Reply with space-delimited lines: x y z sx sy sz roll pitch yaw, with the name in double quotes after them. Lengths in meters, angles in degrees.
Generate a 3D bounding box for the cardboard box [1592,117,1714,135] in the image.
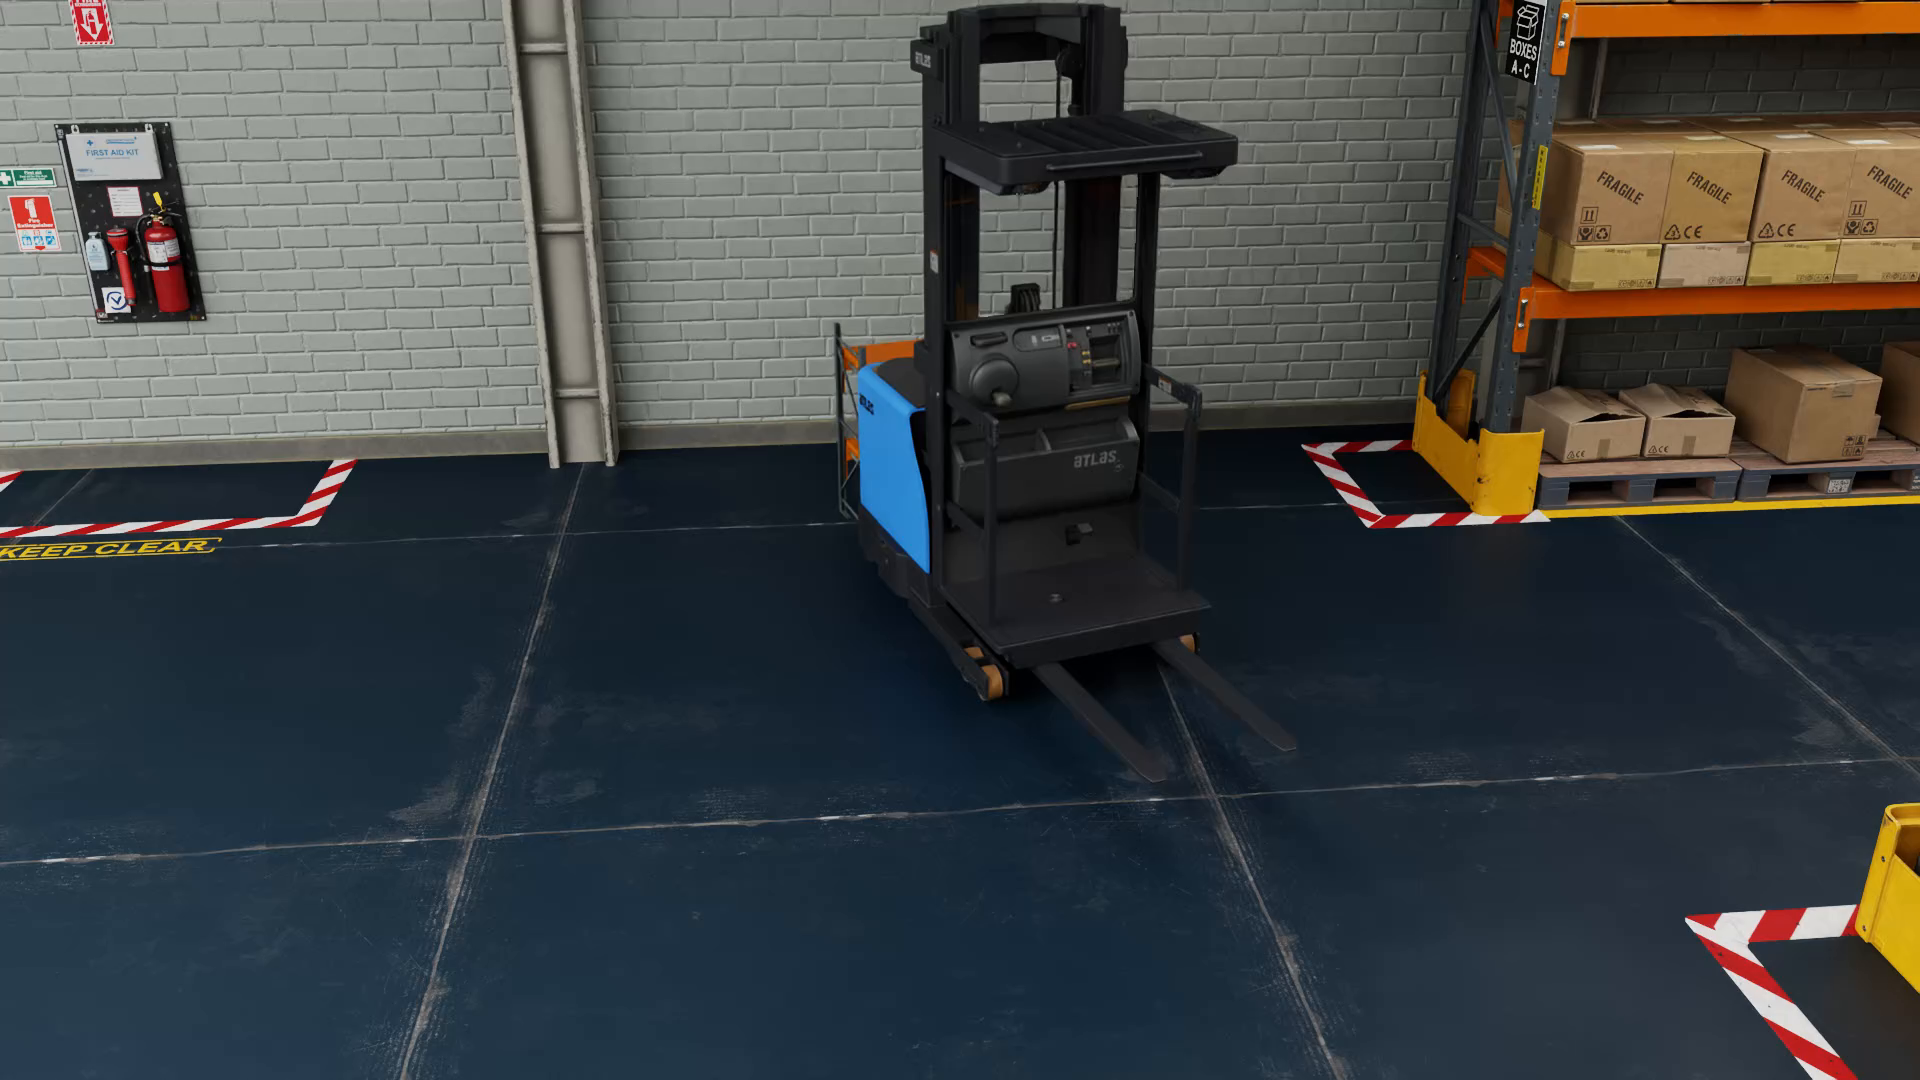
3.967 -2.149 9.629 0.500 0.500 0.500 -2 24 -4 "cardboard box"

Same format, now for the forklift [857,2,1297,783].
0.485 -0.800 7.440 1.130 2.935 3.031 -10 26 -21 "forklift"

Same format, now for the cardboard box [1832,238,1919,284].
5.059 -1.641 9.408 0.500 0.250 0.500 -2 24 -5 "cardboard box"

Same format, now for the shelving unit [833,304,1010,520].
-0.122 -0.666 9.363 1.048 1.125 0.538 -9 25 -19 "shelving unit"

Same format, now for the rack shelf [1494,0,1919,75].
5.007 -2.867 9.200 4.000 0.370 1.077 -2 24 -5 "rack shelf"

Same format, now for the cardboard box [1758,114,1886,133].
4.982 -2.192 9.725 0.500 0.500 0.500 -2 24 -4 "cardboard box"

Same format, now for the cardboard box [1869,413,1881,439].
5.403 -0.747 10.207 0.250 0.149 0.380 -4 24 -9 "cardboard box"

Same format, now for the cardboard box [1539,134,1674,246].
3.521 -1.926 9.127 0.500 0.500 0.500 -2 24 -5 "cardboard box"

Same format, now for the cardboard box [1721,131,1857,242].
4.529 -1.960 9.203 0.500 0.500 0.500 -3 24 -7 "cardboard box"

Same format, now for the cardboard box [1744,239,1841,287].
4.556 -1.621 9.365 0.500 0.250 0.500 -3 24 -6 "cardboard box"

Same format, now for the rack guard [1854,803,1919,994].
3.483 1.400 5.485 0.348 0.500 1.175 -2 24 -5 "rack guard"

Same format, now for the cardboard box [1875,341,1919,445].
5.968 -0.906 10.131 0.500 0.500 0.500 -4 24 -9 "cardboard box"

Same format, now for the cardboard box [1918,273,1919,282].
5.560 -1.661 9.454 0.500 0.250 0.500 -2 24 -5 "cardboard box"

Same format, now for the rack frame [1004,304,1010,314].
0.354 -0.739 9.528 0.032 1.125 0.500 -9 25 -19 "rack frame"

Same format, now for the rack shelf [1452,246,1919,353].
5.007 -1.496 9.809 4.000 0.370 1.077 -2 24 -5 "rack shelf"

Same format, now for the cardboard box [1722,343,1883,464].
5.016 -0.827 9.954 0.500 0.500 0.700 -4 24 -8 "cardboard box"

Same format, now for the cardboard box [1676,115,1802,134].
4.481 -2.172 9.680 0.500 0.500 0.500 -3 24 -7 "cardboard box"

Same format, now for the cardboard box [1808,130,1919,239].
5.041 -1.985 9.260 0.500 0.500 0.500 -2 24 -3 "cardboard box"

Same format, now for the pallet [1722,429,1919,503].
5.115 -0.540 10.204 1.213 0.211 1.003 -2 24 -5 "pallet"

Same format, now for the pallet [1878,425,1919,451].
6.332 -0.590 10.317 1.213 0.211 1.003 -2 24 -5 "pallet"

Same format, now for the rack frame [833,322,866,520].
-0.597 -0.593 9.199 0.032 1.125 0.500 -9 25 -19 "rack frame"

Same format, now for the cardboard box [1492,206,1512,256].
3.463 -1.783 9.728 0.500 0.250 0.500 -2 24 -4 "cardboard box"

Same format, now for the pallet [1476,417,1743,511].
3.904 -0.492 10.097 1.213 0.211 1.003 -2 24 -5 "pallet"

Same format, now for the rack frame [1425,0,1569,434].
3.016 -1.745 9.483 0.127 3.000 1.000 -2 24 -5 "rack frame"

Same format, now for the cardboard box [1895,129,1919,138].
5.559 -2.006 9.308 0.500 0.500 0.500 -3 24 -7 "cardboard box"

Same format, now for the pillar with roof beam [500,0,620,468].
-1.920 -2.885 4.661 0.400 9.000 9.100 -2 24 -5 "pillar with roof beam"

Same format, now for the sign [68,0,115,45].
-4.824 -2.899 9.226 0.199 0.298 0.001 -2 24 -5 "sign"

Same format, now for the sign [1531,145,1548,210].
3.070 -1.922 8.814 0.005 0.325 0.100 -2 24 -5 "sign"

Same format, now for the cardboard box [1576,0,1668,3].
3.374 -3.083 8.652 0.500 0.500 0.500 -2 24 -4 "cardboard box"

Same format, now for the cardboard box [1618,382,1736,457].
4.281 -0.732 9.972 0.500 0.311 0.500 0 24 -1 "cardboard box"

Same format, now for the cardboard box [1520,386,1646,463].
3.714 -0.709 9.920 0.500 0.311 0.500 -5 24 -11 "cardboard box"

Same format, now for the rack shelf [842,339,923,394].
-0.122 -0.933 9.244 1.000 0.278 0.538 -9 25 -19 "rack shelf"

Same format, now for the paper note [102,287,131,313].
-4.989 -1.418 9.833 0.142 0.148 0.016 -2 24 -5 "paper note"

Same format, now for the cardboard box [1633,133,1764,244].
4.014 -1.942 9.162 0.500 0.500 0.500 -2 24 -5 "cardboard box"

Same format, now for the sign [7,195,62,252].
-5.366 -1.836 9.644 0.234 0.329 0.001 -2 24 -5 "sign"

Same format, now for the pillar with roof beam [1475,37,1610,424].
4.051 -3.124 5.200 0.400 9.000 9.100 -2 24 -5 "pillar with roof beam"

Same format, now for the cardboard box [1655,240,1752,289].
4.049 -1.603 9.325 0.500 0.250 0.500 -3 24 -7 "cardboard box"

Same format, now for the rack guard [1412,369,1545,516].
3.092 -0.606 9.998 0.348 0.500 1.175 -2 24 -5 "rack guard"

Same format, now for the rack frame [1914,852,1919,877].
3.507 0.257 4.979 0.127 3.000 1.000 -2 24 -5 "rack frame"

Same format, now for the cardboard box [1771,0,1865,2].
4.428 -3.112 8.719 0.500 0.500 0.500 -1 24 -3 "cardboard box"

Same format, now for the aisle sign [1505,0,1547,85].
2.974 -2.809 8.676 0.004 0.787 0.394 -2 24 -5 "aisle sign"

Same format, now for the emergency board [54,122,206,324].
-4.806 -1.800 9.607 0.643 1.169 0.194 -2 24 -5 "emergency board"

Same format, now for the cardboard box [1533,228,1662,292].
3.533 -1.577 9.265 0.500 0.250 0.500 -3 24 -7 "cardboard box"

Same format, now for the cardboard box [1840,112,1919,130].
5.497 -2.217 9.782 0.500 0.500 0.500 -2 24 -4 "cardboard box"

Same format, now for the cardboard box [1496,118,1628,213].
3.465 -2.133 9.593 0.500 0.500 0.500 -3 24 -6 "cardboard box"

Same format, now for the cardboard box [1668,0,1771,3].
3.912 -3.090 8.668 0.500 0.500 0.500 -1 24 -2 "cardboard box"

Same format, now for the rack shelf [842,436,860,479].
-0.122 -0.442 9.463 1.000 0.278 0.538 -9 25 -19 "rack shelf"

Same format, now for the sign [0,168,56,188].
-5.361 -2.075 9.528 0.331 0.109 0.001 -2 24 -5 "sign"
